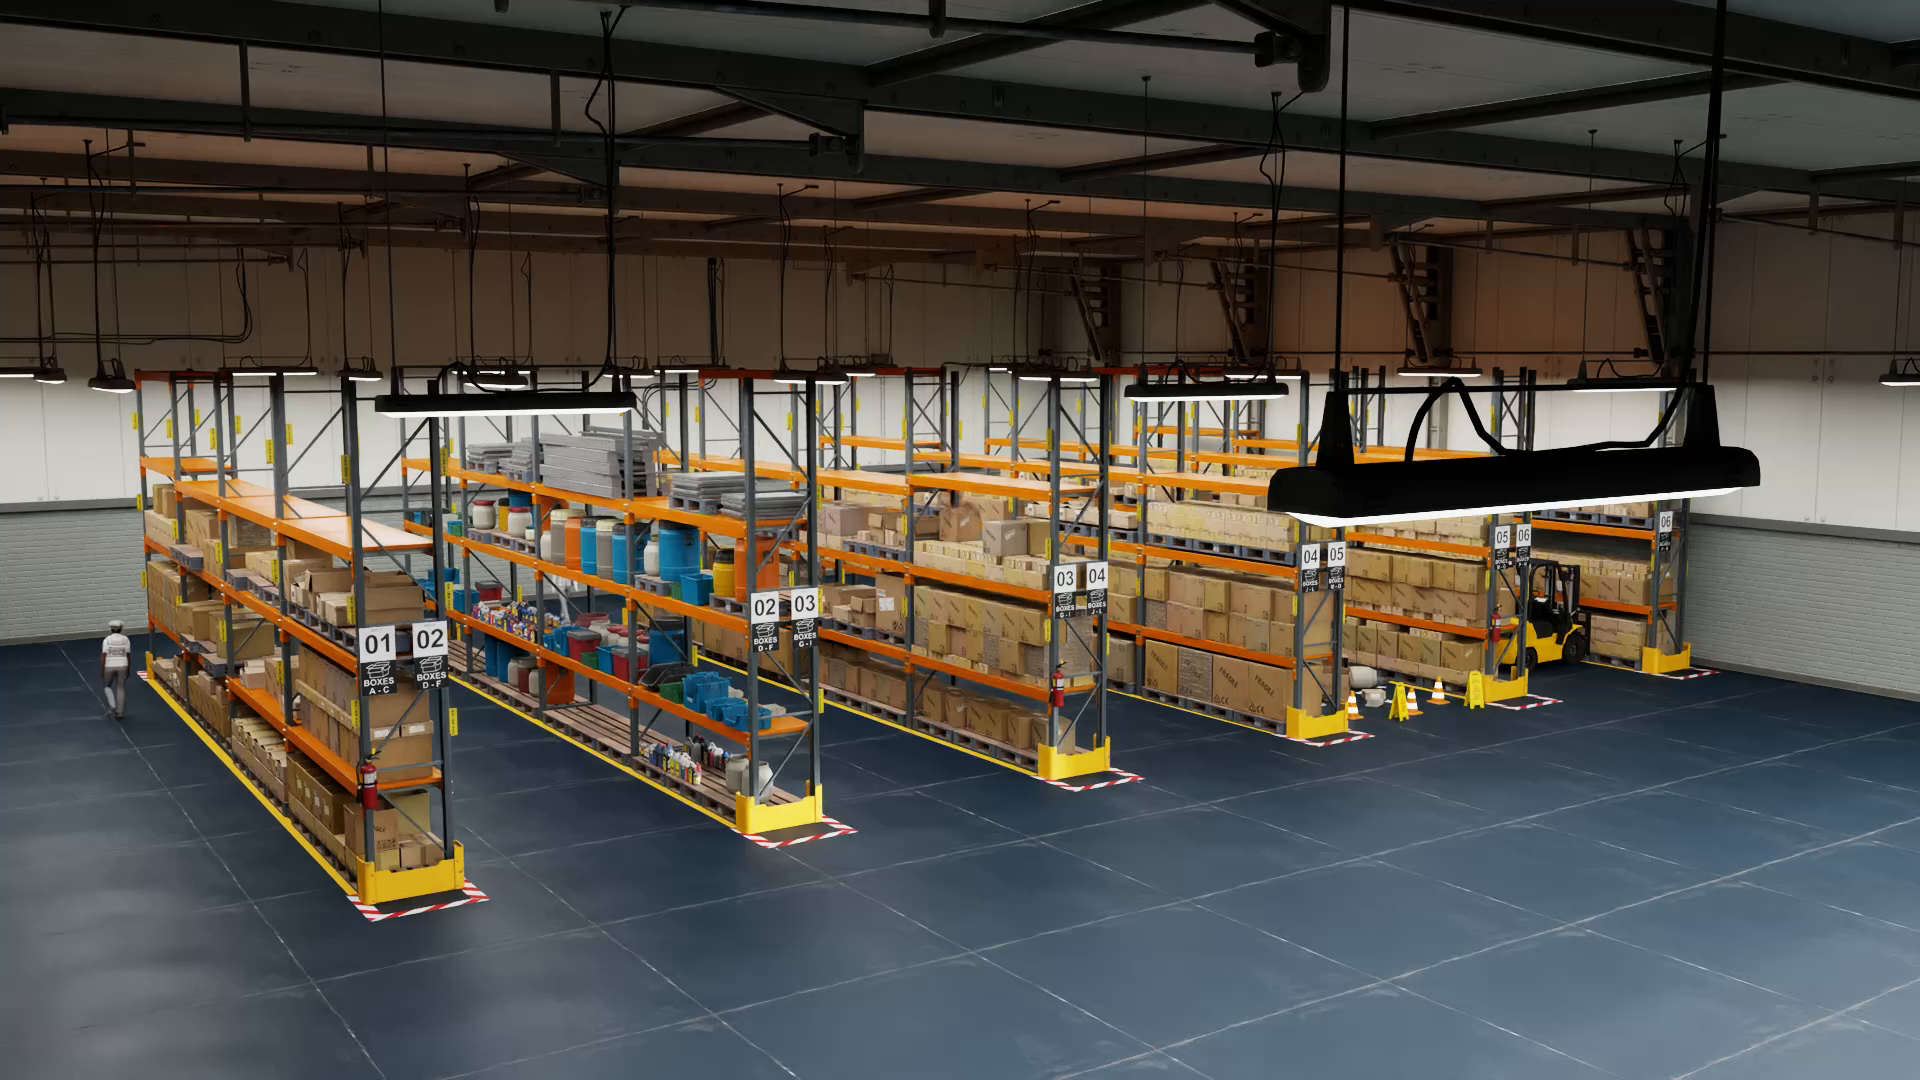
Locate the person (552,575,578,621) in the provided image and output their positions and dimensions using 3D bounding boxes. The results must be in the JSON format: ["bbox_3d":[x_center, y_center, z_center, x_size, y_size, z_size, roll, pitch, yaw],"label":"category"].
[{"bbox_3d":[-9.305,1.079,39.208,0.540,1.618,1.031,-4,7,-30],"label":"person"}]

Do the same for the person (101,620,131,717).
[{"bbox_3d":[-14.641,2.241,28.860,0.486,1.673,0.413,-4,8,-32],"label":"person"}]
